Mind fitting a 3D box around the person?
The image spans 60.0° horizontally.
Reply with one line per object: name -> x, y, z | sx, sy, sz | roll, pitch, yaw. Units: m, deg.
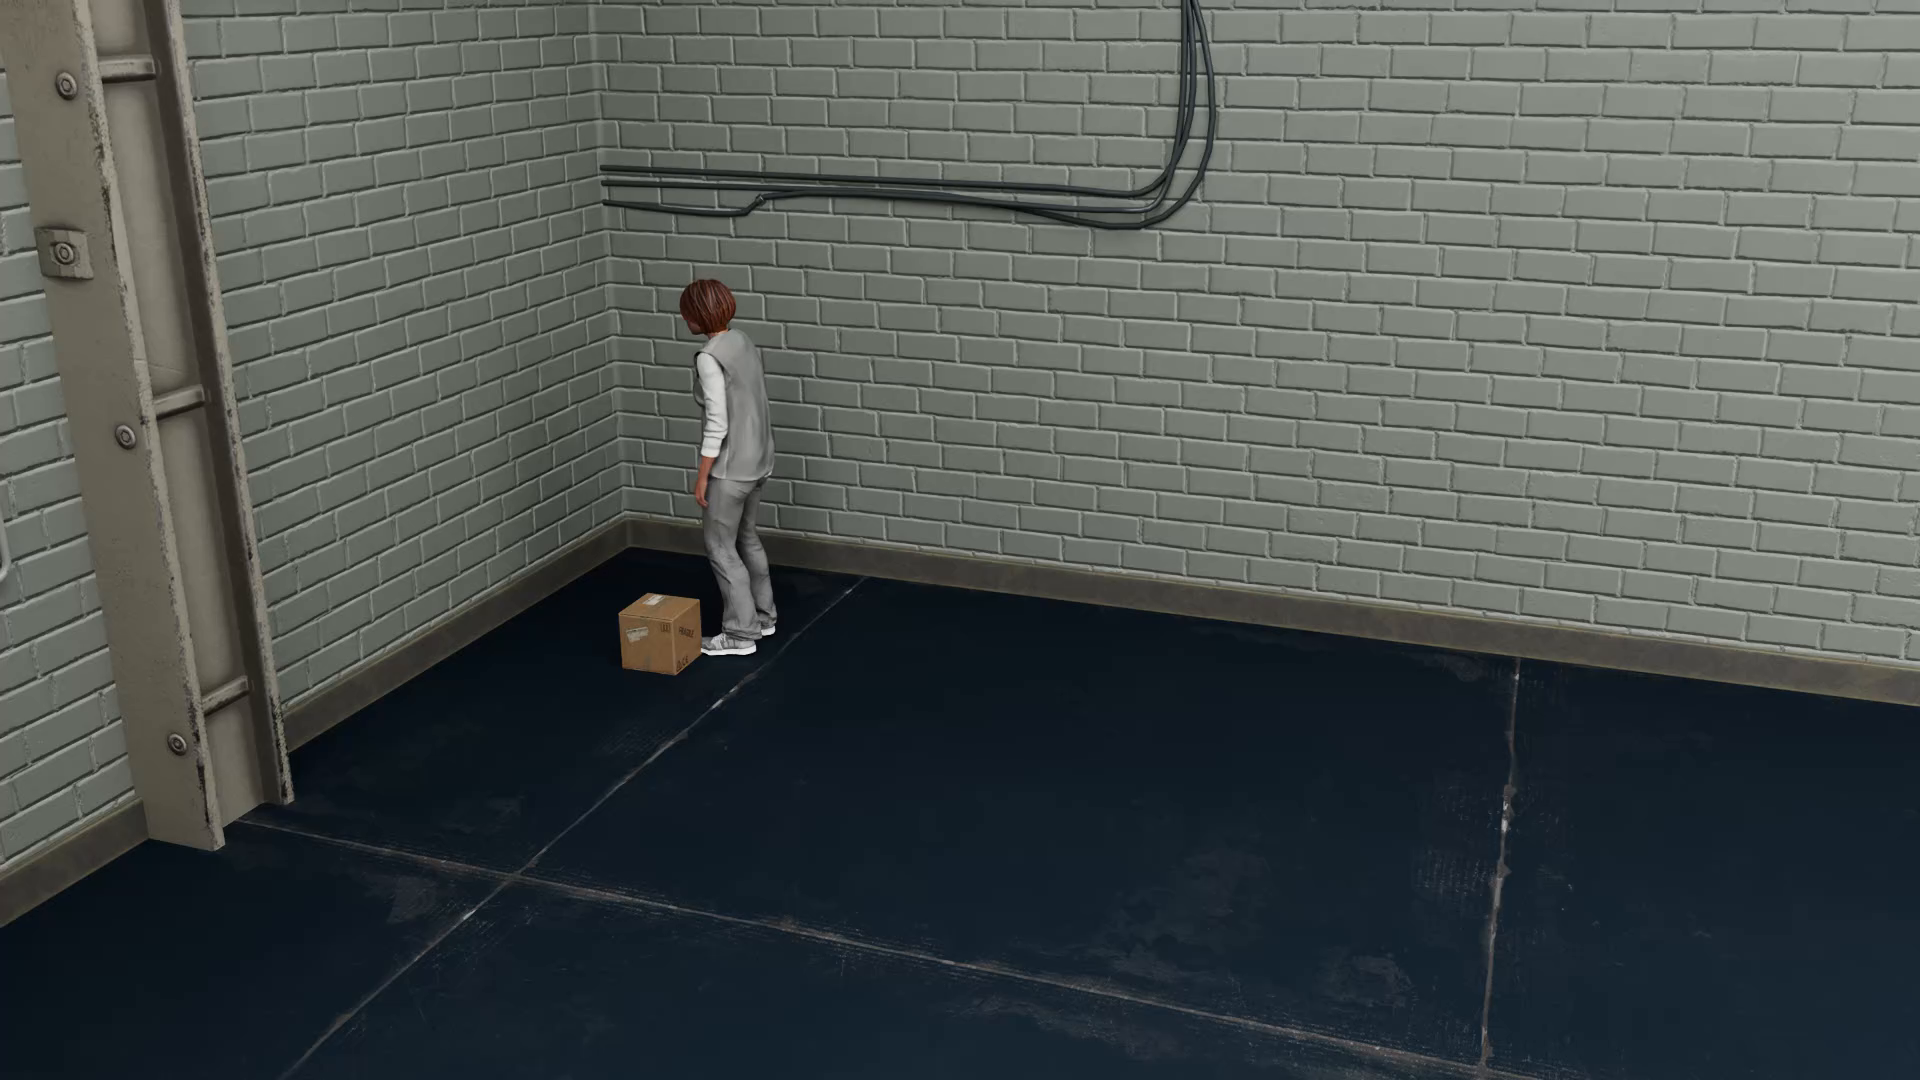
person -> -0.965, -0.618, 6.824 | 0.324, 0.910, 0.467 | 6, 20, 16
